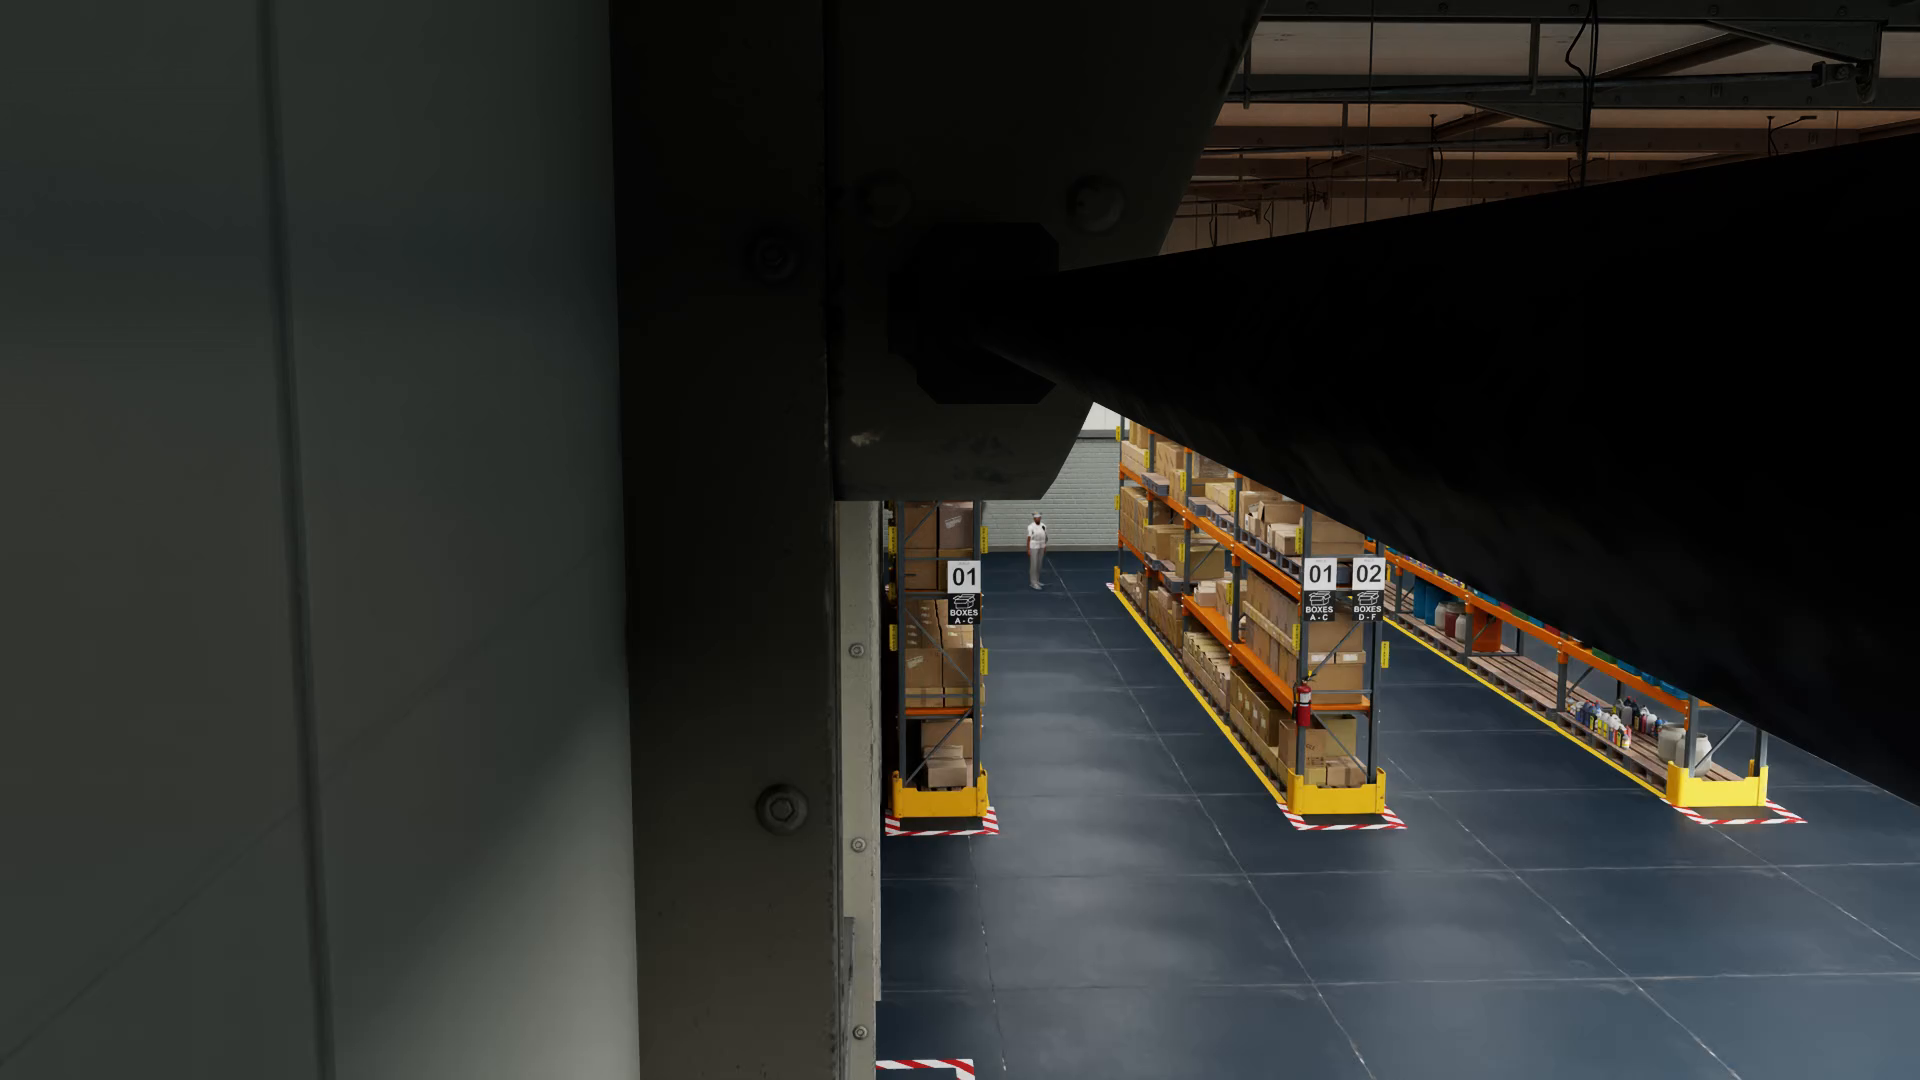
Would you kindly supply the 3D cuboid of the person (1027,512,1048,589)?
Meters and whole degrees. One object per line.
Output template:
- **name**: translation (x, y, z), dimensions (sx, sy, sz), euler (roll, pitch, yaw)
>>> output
- **person**: translation (1.743, 0.209, 36.840), dimensions (0.499, 1.691, 0.537), euler (-6, 10, -36)
